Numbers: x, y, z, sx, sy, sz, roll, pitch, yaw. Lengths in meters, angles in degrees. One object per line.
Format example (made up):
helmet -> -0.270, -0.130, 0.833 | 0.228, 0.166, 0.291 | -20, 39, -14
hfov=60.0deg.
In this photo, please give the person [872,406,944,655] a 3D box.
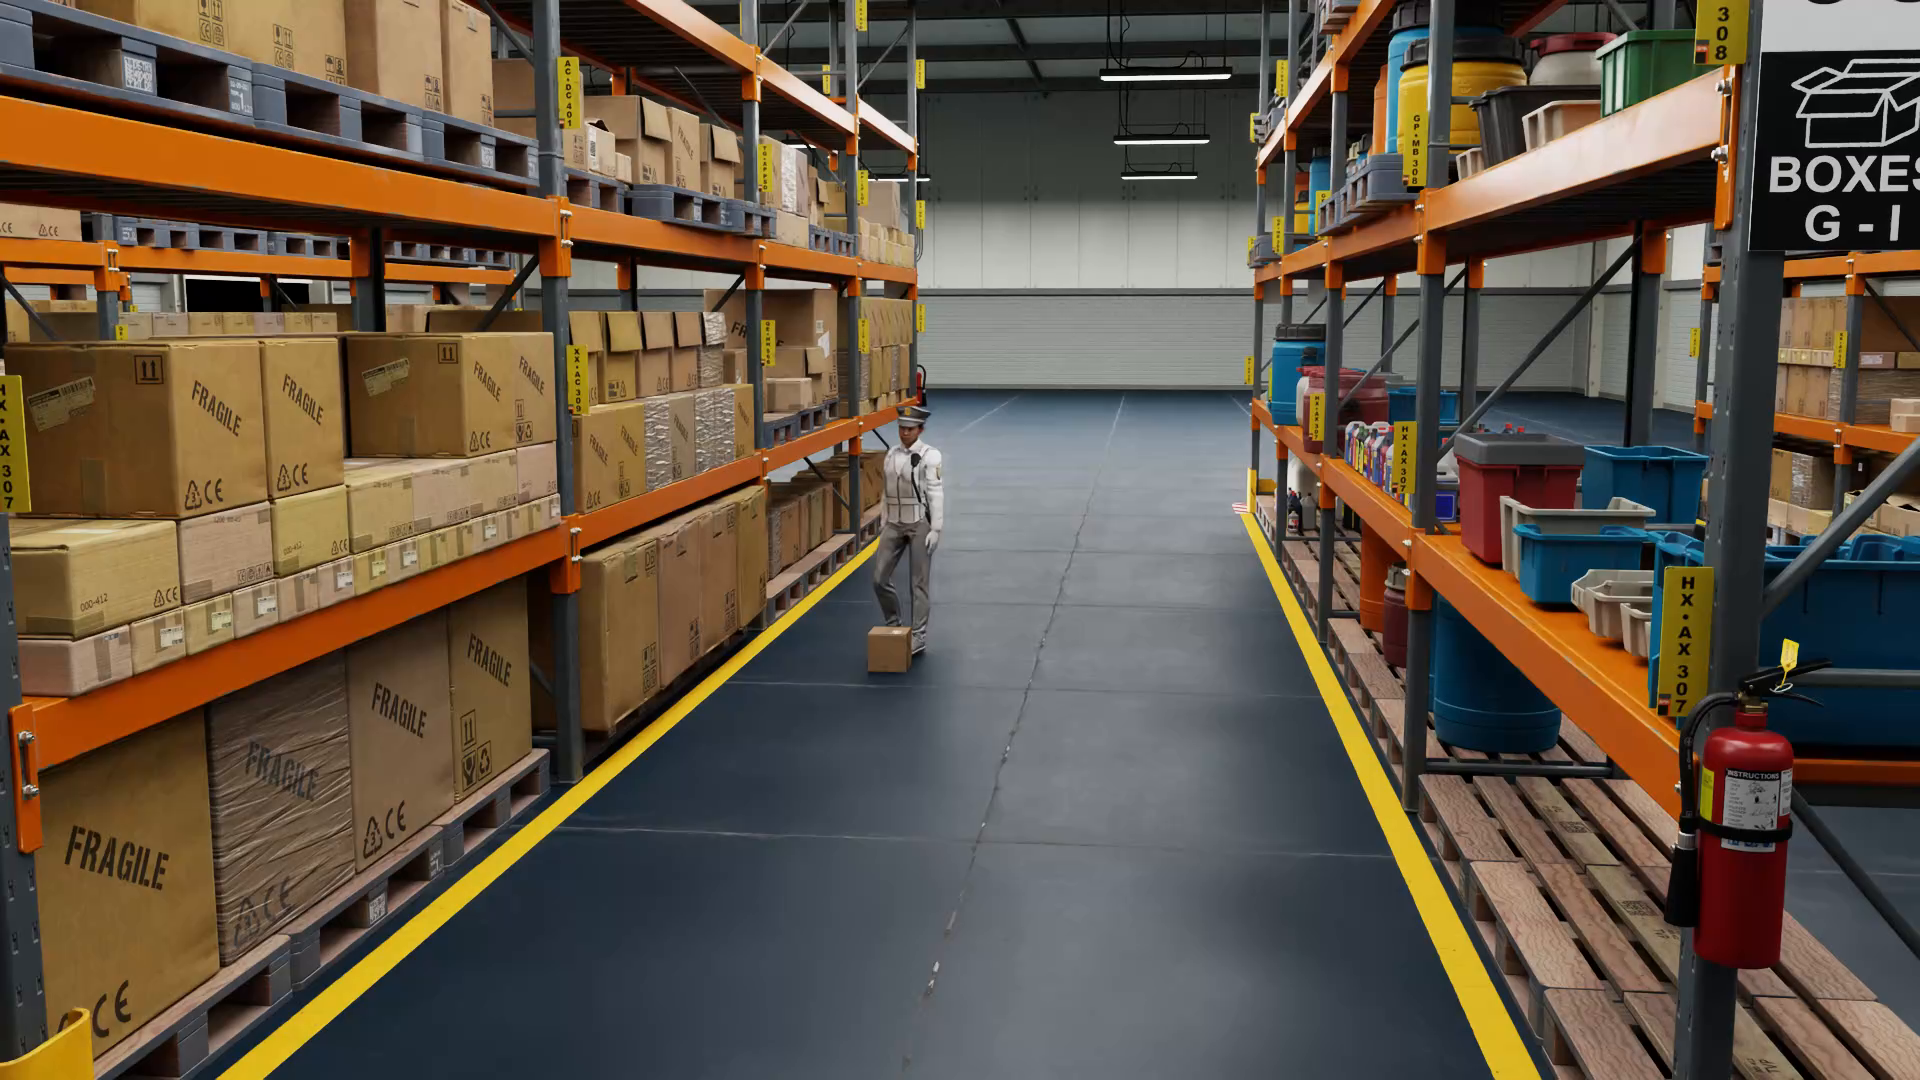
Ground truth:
person -> -0.367, -0.057, 11.195 | 0.557, 1.696, 0.372 | 5, 9, 31
